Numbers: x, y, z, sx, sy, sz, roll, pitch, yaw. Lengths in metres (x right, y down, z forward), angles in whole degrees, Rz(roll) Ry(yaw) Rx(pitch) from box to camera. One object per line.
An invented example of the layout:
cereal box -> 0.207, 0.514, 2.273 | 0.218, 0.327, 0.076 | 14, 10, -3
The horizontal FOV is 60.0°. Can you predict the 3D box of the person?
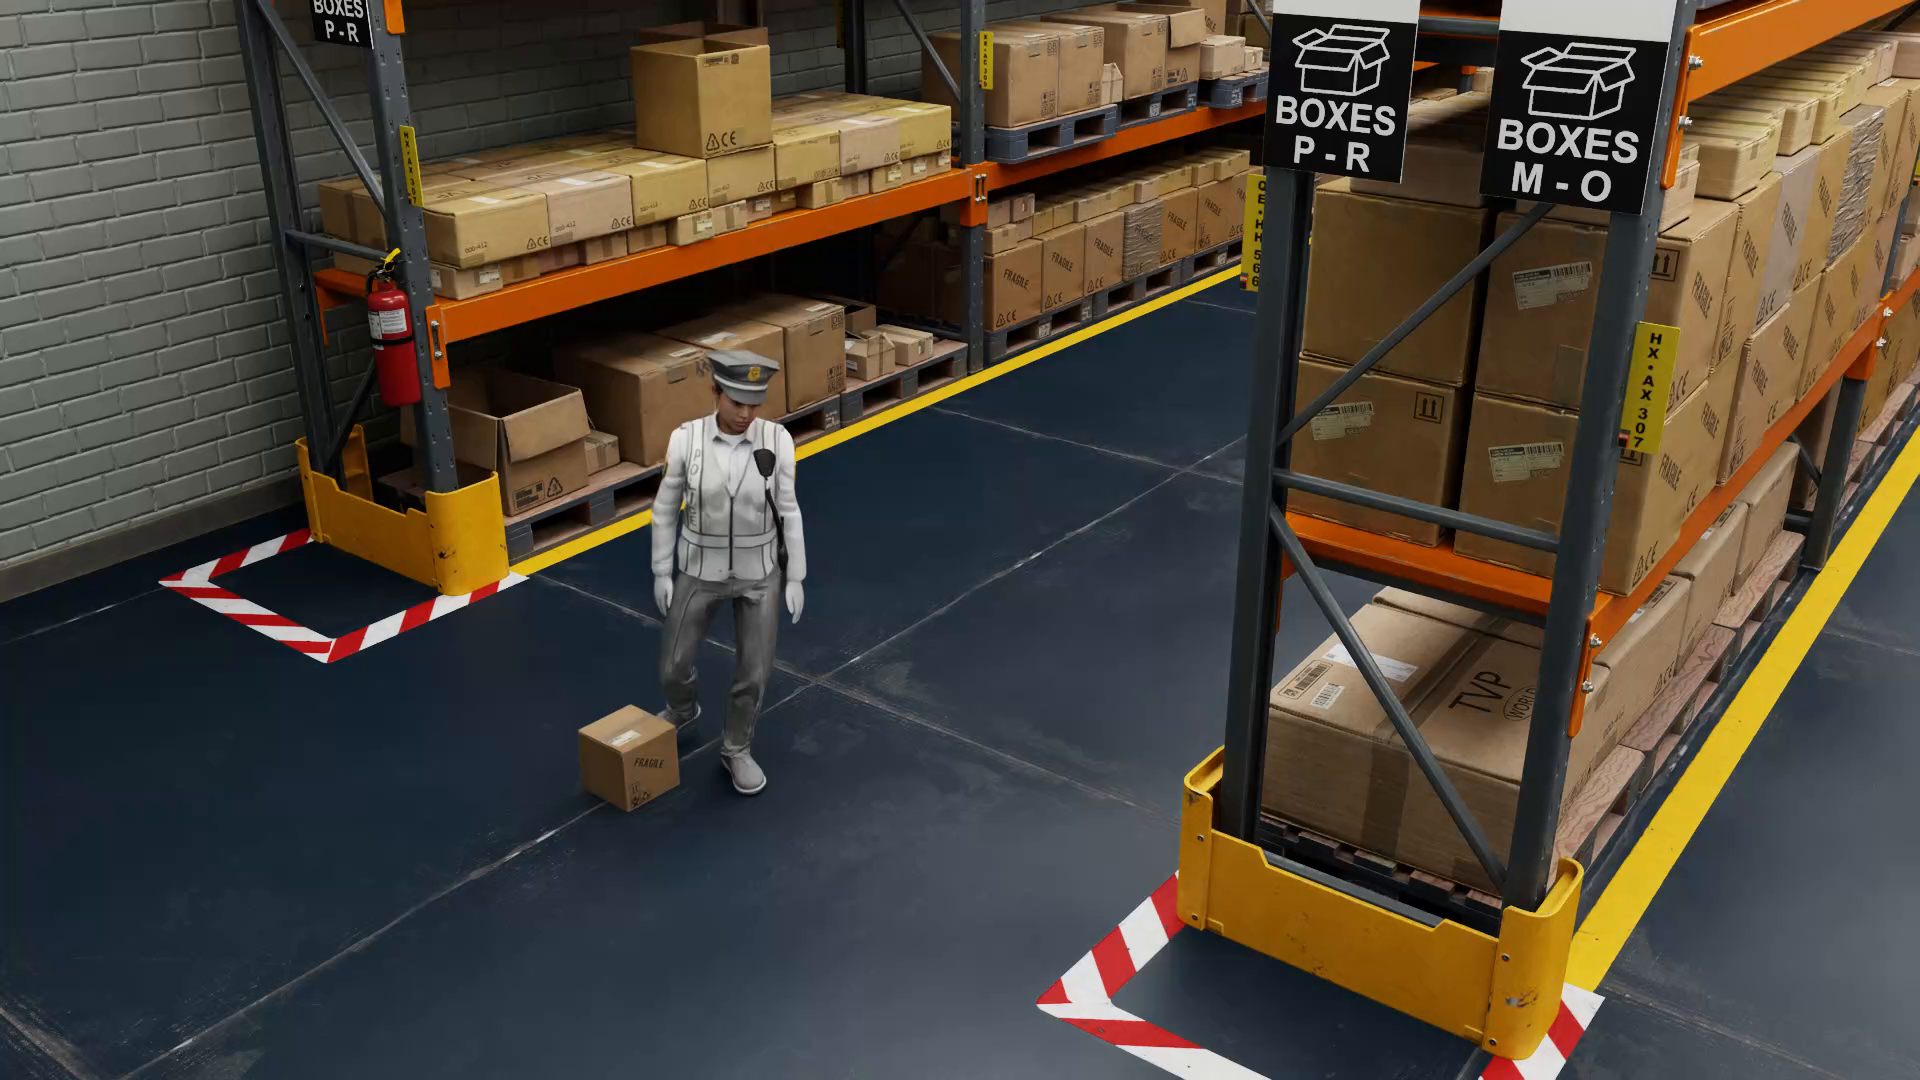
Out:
person -> -0.878, 0.100, 5.886 | 0.661, 1.648, 0.508 | -3, 24, -7
